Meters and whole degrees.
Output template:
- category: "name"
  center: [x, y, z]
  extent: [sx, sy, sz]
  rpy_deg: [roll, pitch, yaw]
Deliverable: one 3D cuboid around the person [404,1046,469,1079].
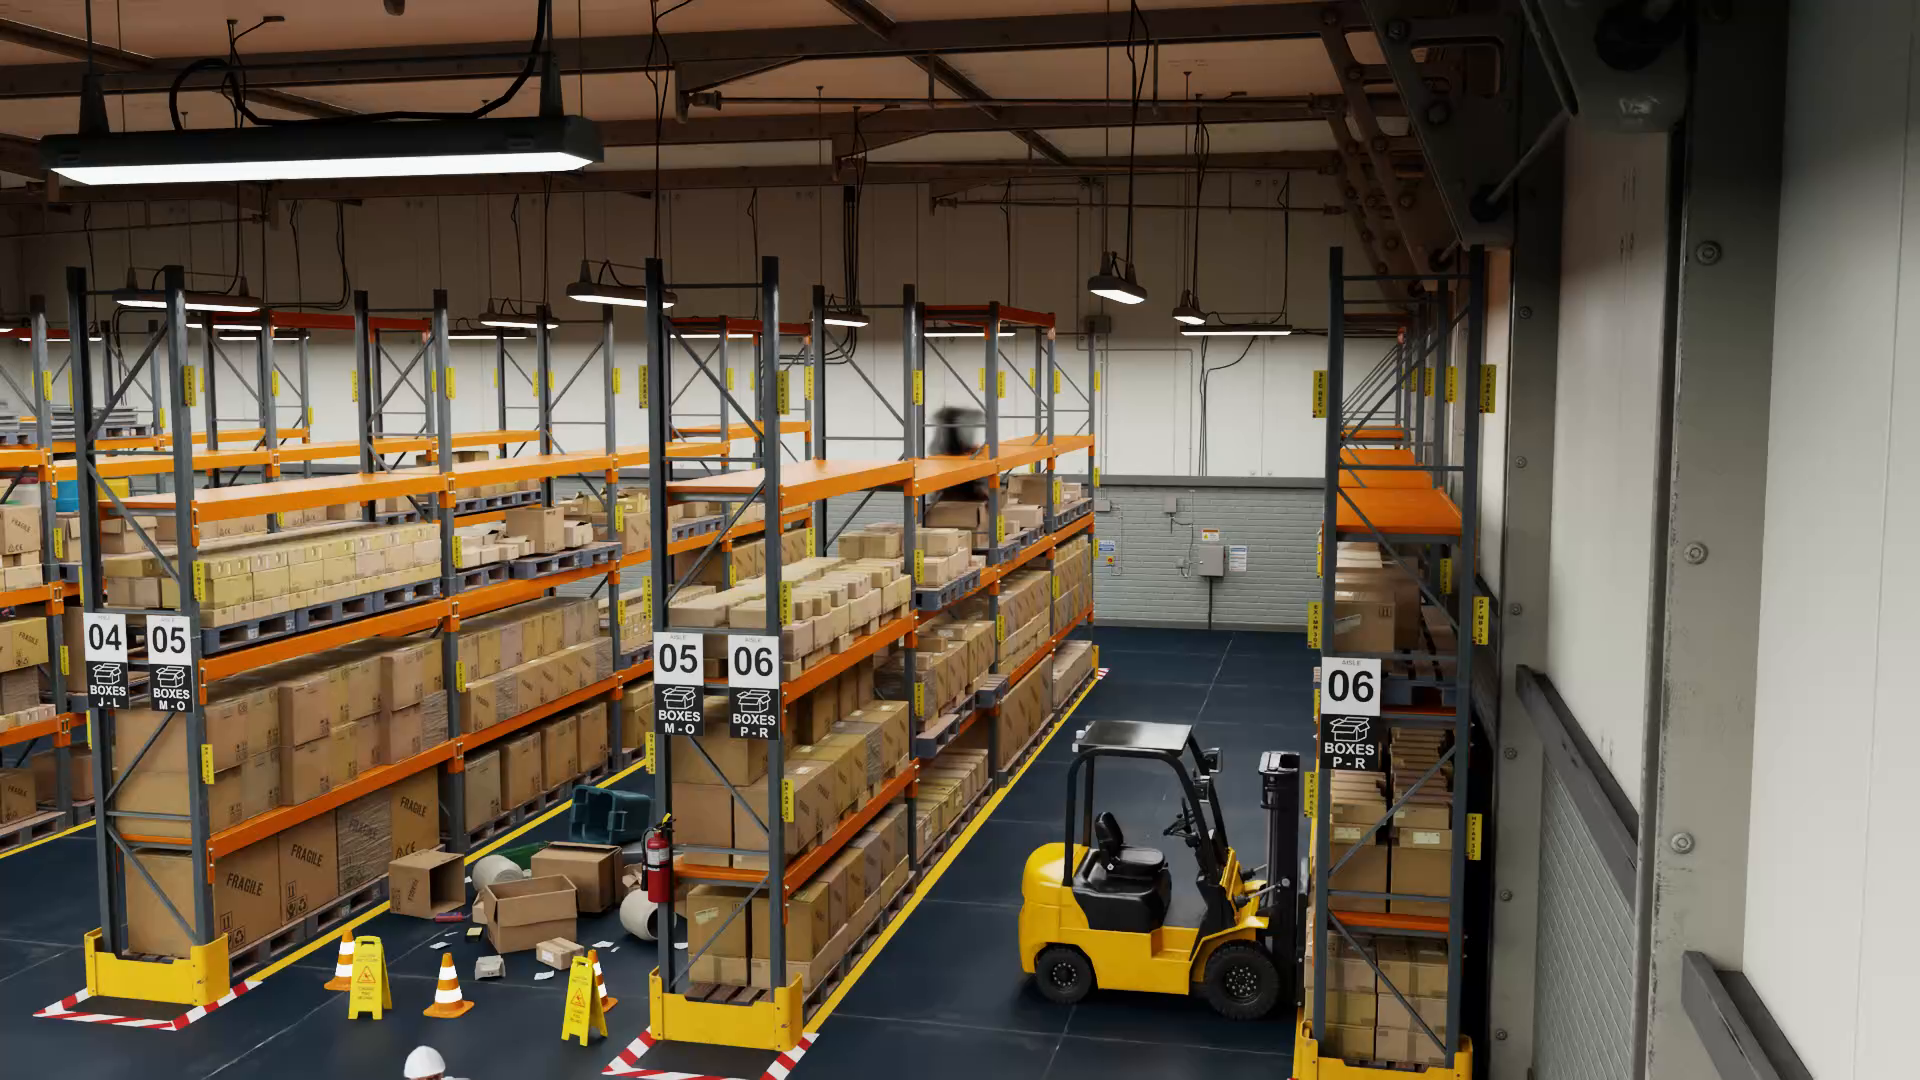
- category: "person"
  center: [-2.761, 3.424, 8.688]
  extent: [0.695, 1.752, 0.992]
  rpy_deg: [-3, 7, -27]
